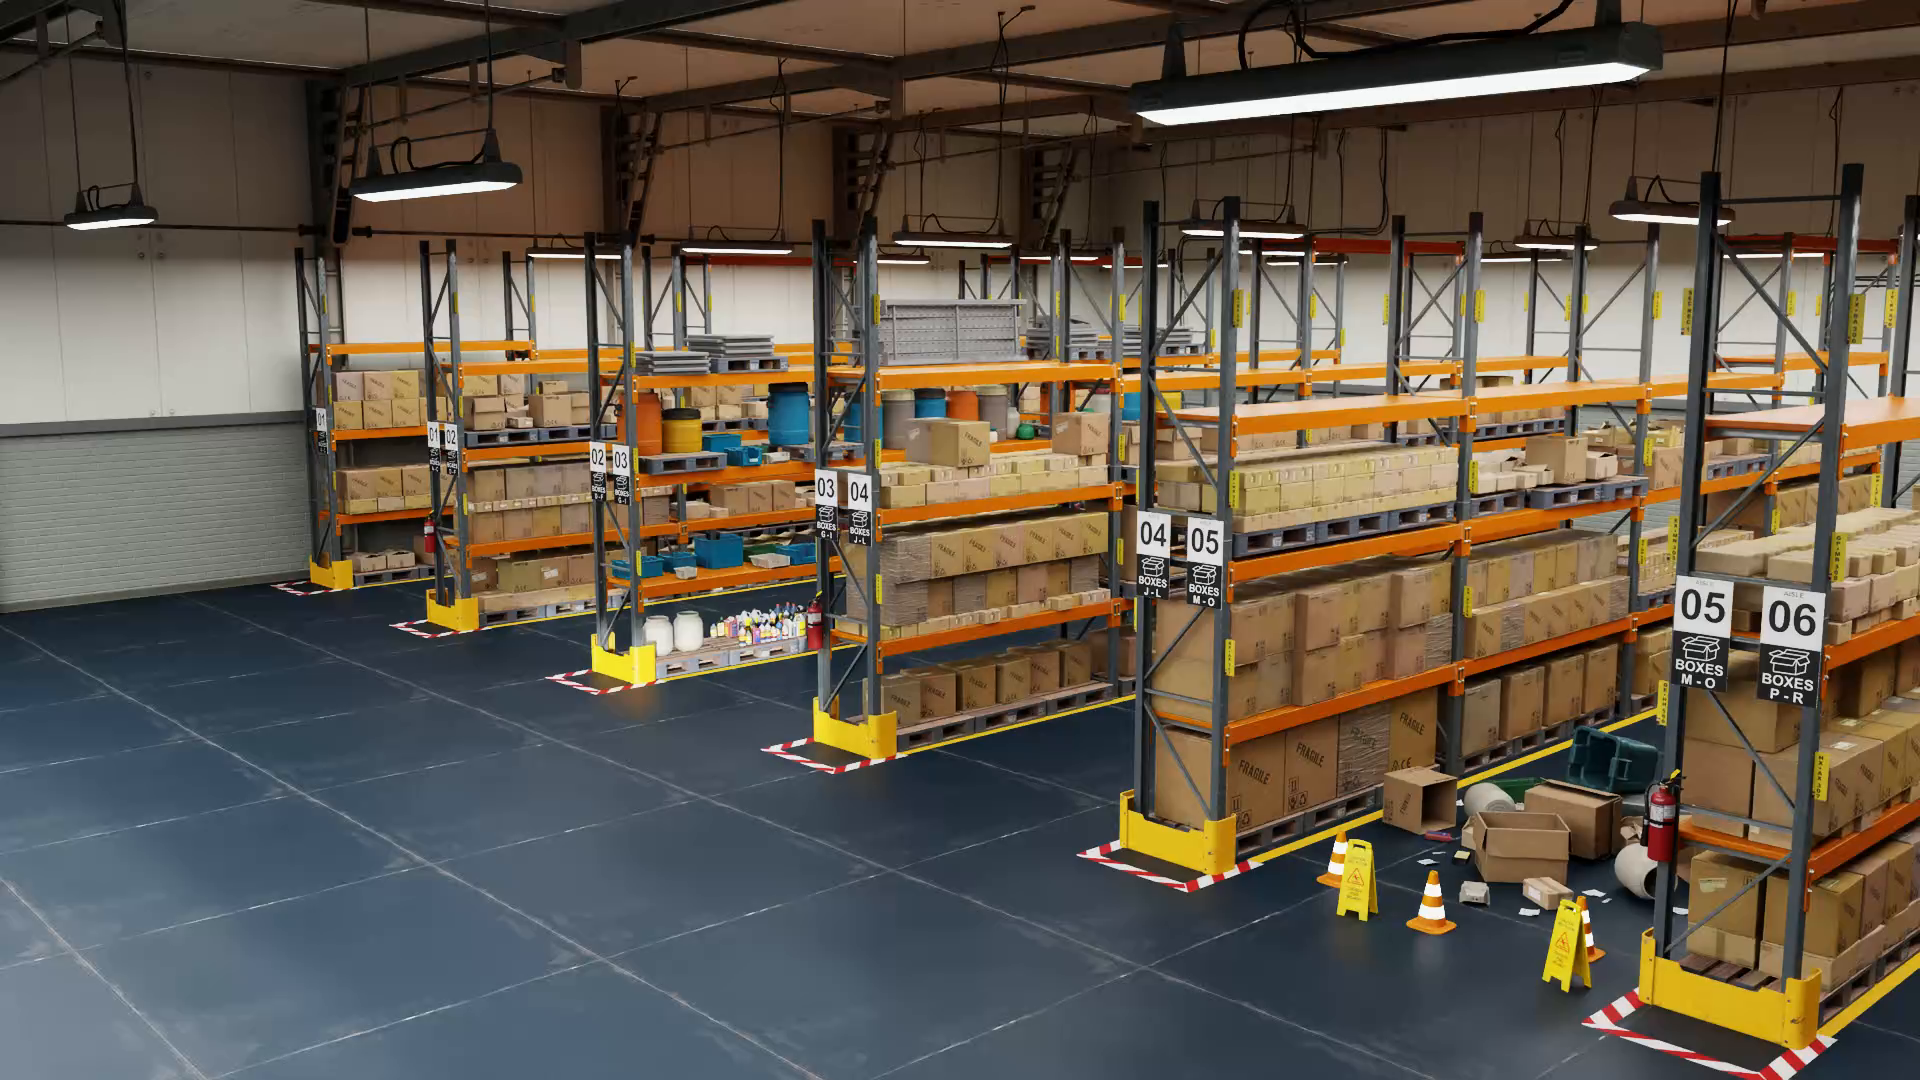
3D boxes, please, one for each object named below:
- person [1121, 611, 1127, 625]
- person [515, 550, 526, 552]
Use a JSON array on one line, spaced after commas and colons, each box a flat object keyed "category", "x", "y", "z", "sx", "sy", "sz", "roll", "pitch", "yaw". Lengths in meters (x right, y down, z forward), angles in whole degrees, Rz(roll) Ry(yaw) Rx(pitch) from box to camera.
[{"category": "person", "x": 2.226, "y": 0.472, "z": 24.195, "sx": 0.504, "sy": 1.757, "sz": 0.661, "roll": -7, "pitch": 11, "yaw": -40}, {"category": "person", "x": -7.593, "y": 0.123, "z": 28.700, "sx": 0.971, "sy": 1.689, "sz": 0.676, "roll": -8, "pitch": 11, "yaw": -43}]
